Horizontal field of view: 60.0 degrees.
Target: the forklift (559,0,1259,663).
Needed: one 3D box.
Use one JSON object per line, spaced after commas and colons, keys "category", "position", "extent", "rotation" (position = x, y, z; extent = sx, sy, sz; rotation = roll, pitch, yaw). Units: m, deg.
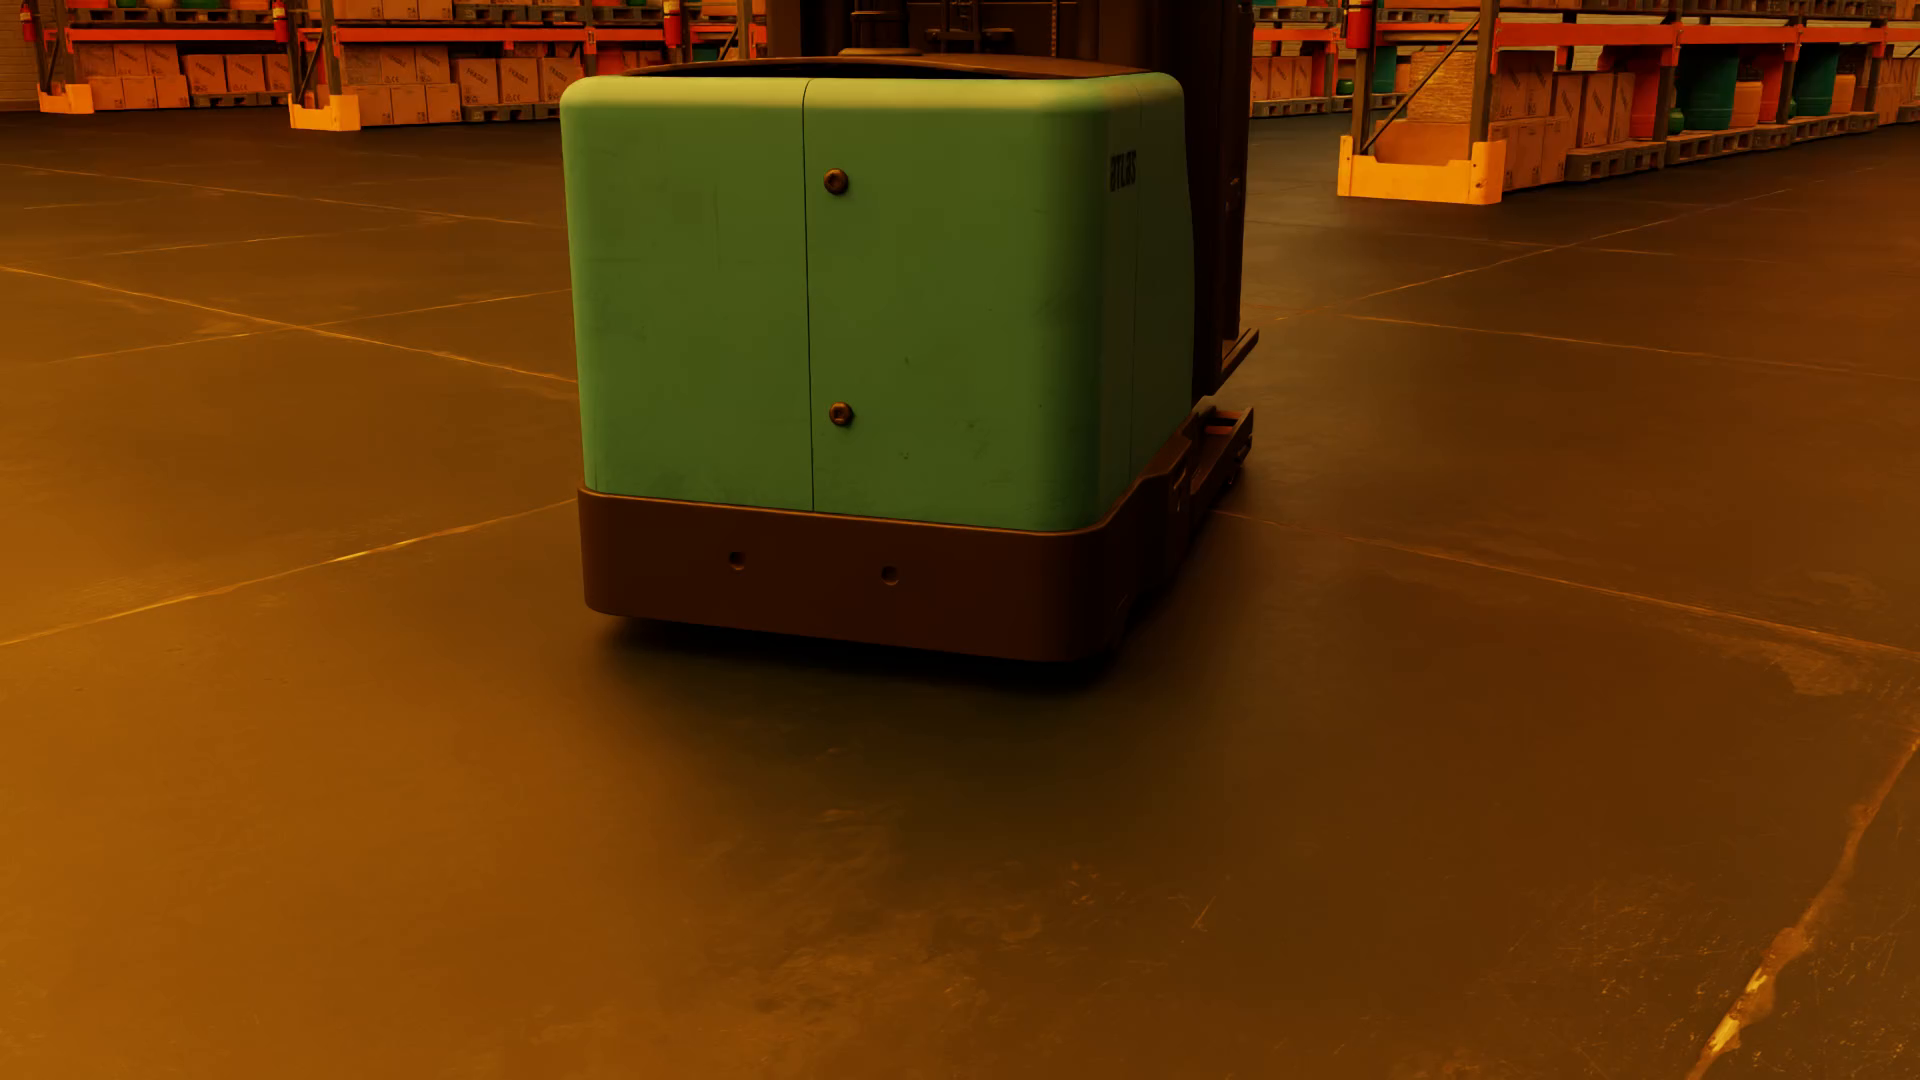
{"category": "forklift", "position": [0.182, -1.571, 4.072], "extent": [1.130, 2.935, 3.031], "rotation": [5, 18, 17]}
